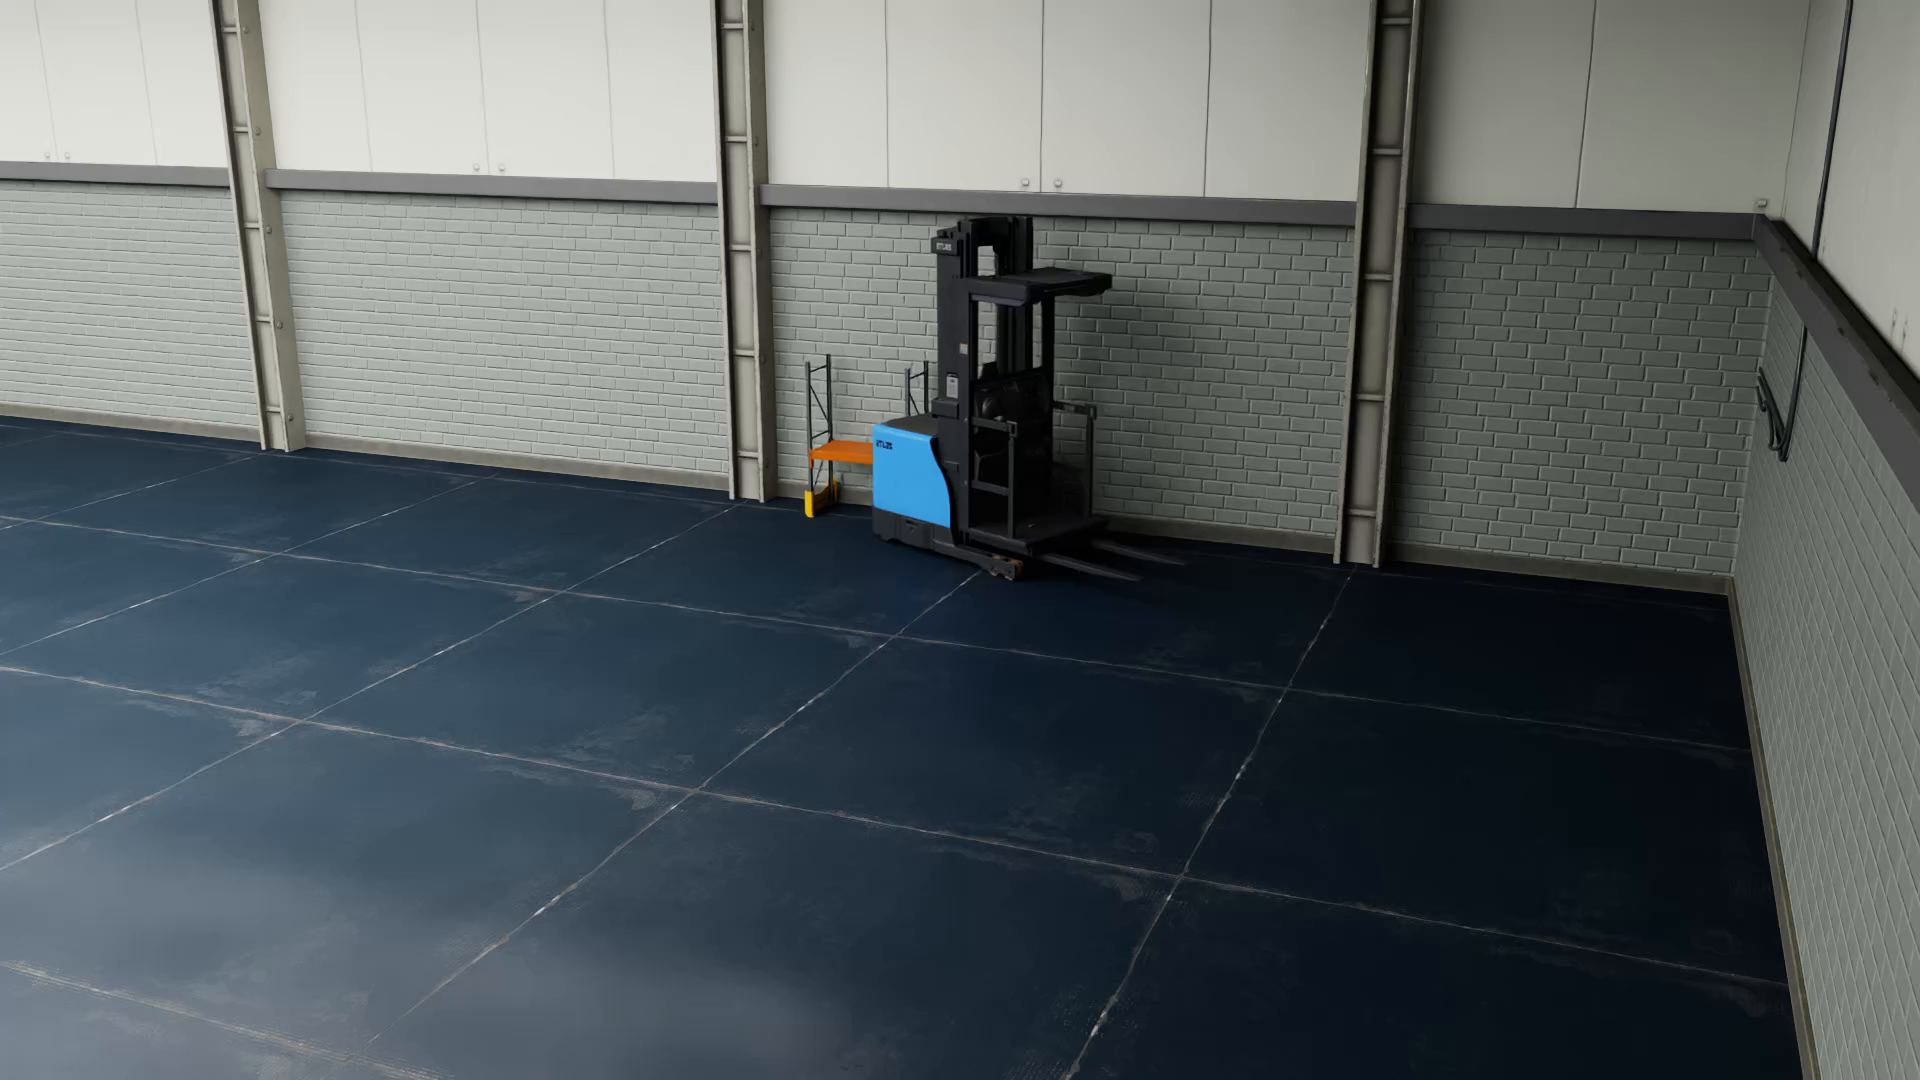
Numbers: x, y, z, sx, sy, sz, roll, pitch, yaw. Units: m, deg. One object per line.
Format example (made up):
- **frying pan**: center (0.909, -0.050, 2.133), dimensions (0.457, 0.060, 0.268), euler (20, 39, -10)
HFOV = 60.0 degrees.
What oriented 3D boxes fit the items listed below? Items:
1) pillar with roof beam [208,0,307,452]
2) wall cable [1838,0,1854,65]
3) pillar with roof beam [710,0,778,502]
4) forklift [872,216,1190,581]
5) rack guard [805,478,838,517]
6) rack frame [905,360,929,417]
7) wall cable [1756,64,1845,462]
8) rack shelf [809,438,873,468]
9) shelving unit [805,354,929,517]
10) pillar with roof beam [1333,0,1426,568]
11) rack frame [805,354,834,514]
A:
- **pillar with roof beam**: center (-9.234, -4.251, 13.754), dimensions (0.400, 9.000, 9.100), euler (6, 17, 21)
- **wall cable**: center (4.771, -3.729, 8.464), dimensions (0.112, 2.526, 3.097), euler (6, 17, 21)
- **pillar with roof beam**: center (-3.652, -3.638, 11.640), dimensions (0.400, 9.000, 9.100), euler (6, 17, 21)
- **forklift**: center (0.595, -1.230, 14.228), dimensions (3.031, 2.935, 1.130), euler (15, 22, 42)
- **rack guard**: center (-1.351, -0.417, 16.239), dimensions (0.087, 0.250, 0.587), euler (6, 17, 20)
- **rack frame**: center (-0.403, -0.916, 15.715), dimensions (0.032, 1.500, 0.500), euler (6, 17, 20)
- **wall cable**: center (5.764, -2.005, 11.585), dimensions (0.112, 2.526, 3.097), euler (6, 17, 21)
- **rack shelf**: center (-0.878, -0.794, 15.940), dimensions (1.000, 0.185, 0.538), euler (6, 17, 20)
- **shelving unit**: center (-0.886, -0.968, 15.893), dimensions (1.083, 1.500, 0.587), euler (6, 17, 20)
- **pillar with roof beam**: center (1.929, -3.024, 9.526), dimensions (0.400, 9.000, 9.100), euler (6, 17, 21)
- **rack frame**: center (-1.352, -1.018, 16.065), dimensions (0.032, 1.500, 0.500), euler (6, 17, 20)
